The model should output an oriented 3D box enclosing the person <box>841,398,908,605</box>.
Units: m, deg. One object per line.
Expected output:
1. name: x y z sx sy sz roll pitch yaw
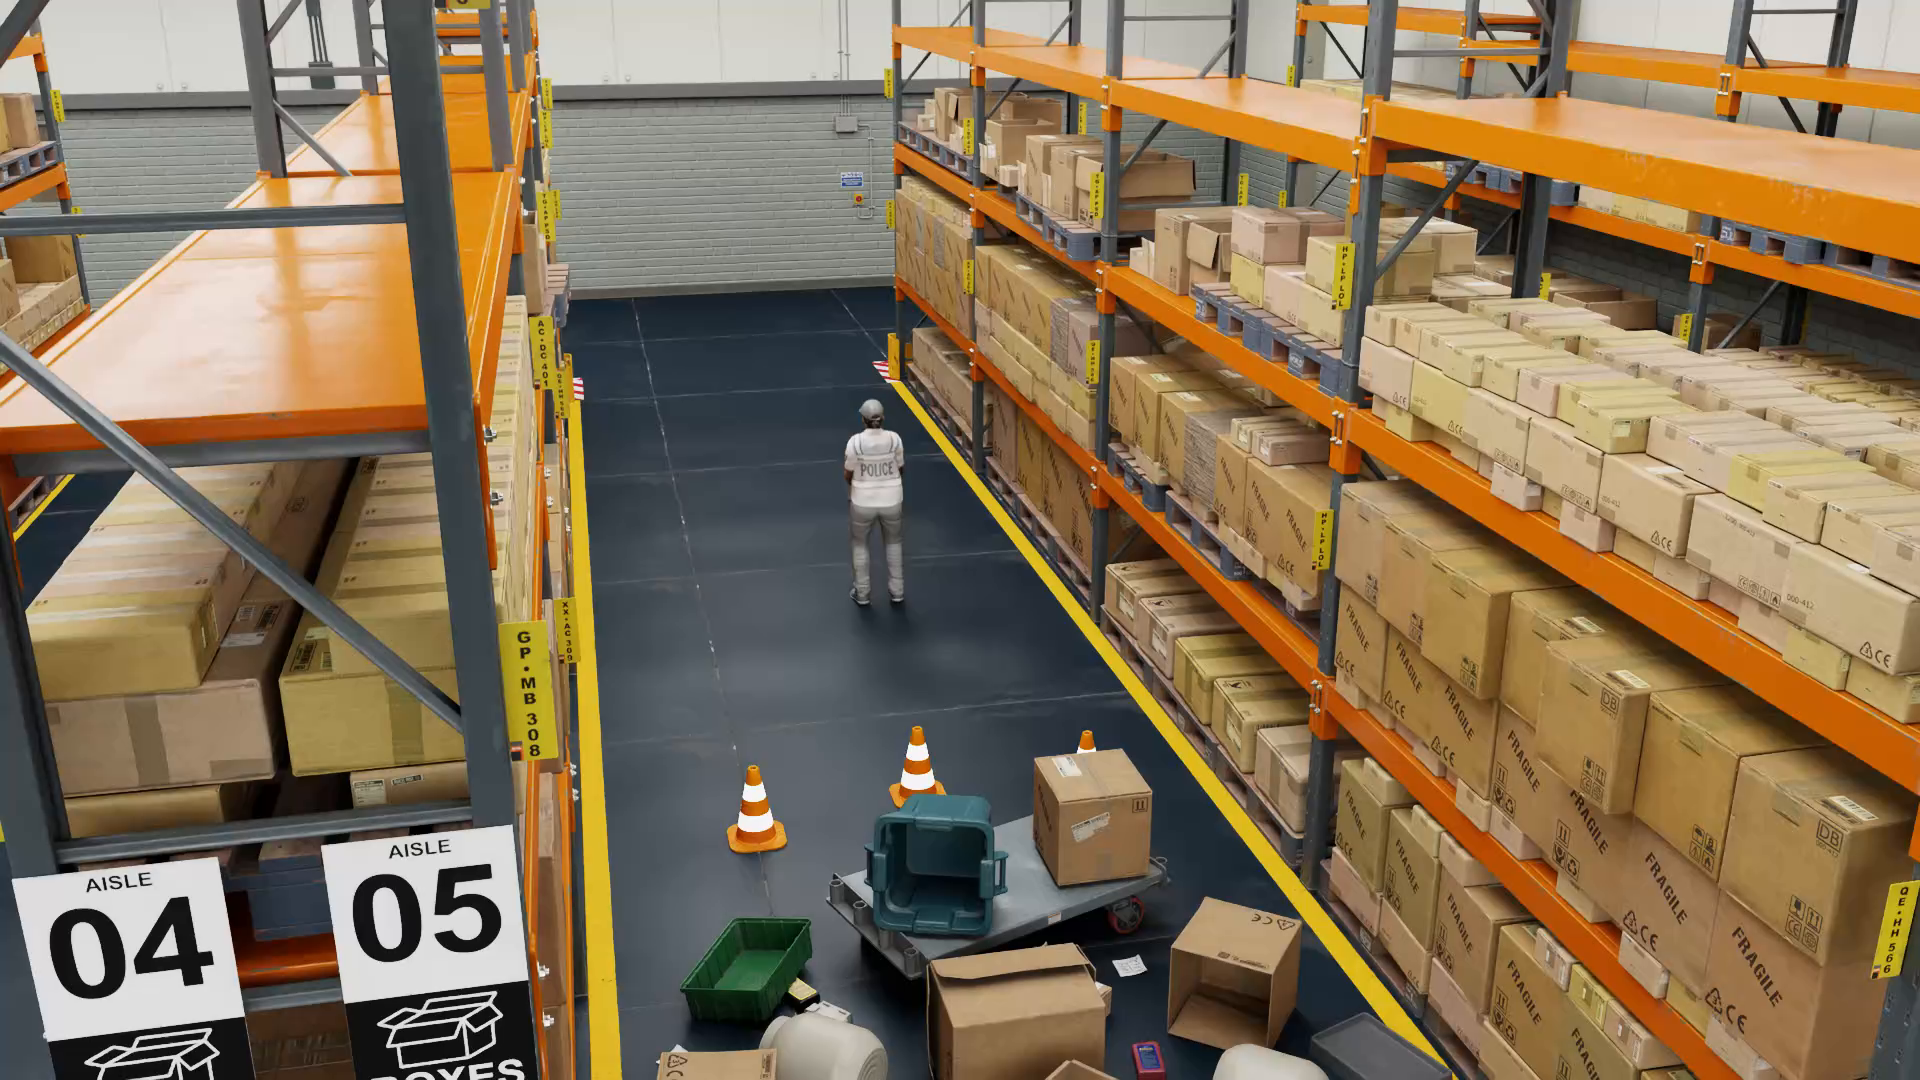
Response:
1. person: -0.678 -0.306 13.189 0.555 1.665 0.467 -6 21 -16
